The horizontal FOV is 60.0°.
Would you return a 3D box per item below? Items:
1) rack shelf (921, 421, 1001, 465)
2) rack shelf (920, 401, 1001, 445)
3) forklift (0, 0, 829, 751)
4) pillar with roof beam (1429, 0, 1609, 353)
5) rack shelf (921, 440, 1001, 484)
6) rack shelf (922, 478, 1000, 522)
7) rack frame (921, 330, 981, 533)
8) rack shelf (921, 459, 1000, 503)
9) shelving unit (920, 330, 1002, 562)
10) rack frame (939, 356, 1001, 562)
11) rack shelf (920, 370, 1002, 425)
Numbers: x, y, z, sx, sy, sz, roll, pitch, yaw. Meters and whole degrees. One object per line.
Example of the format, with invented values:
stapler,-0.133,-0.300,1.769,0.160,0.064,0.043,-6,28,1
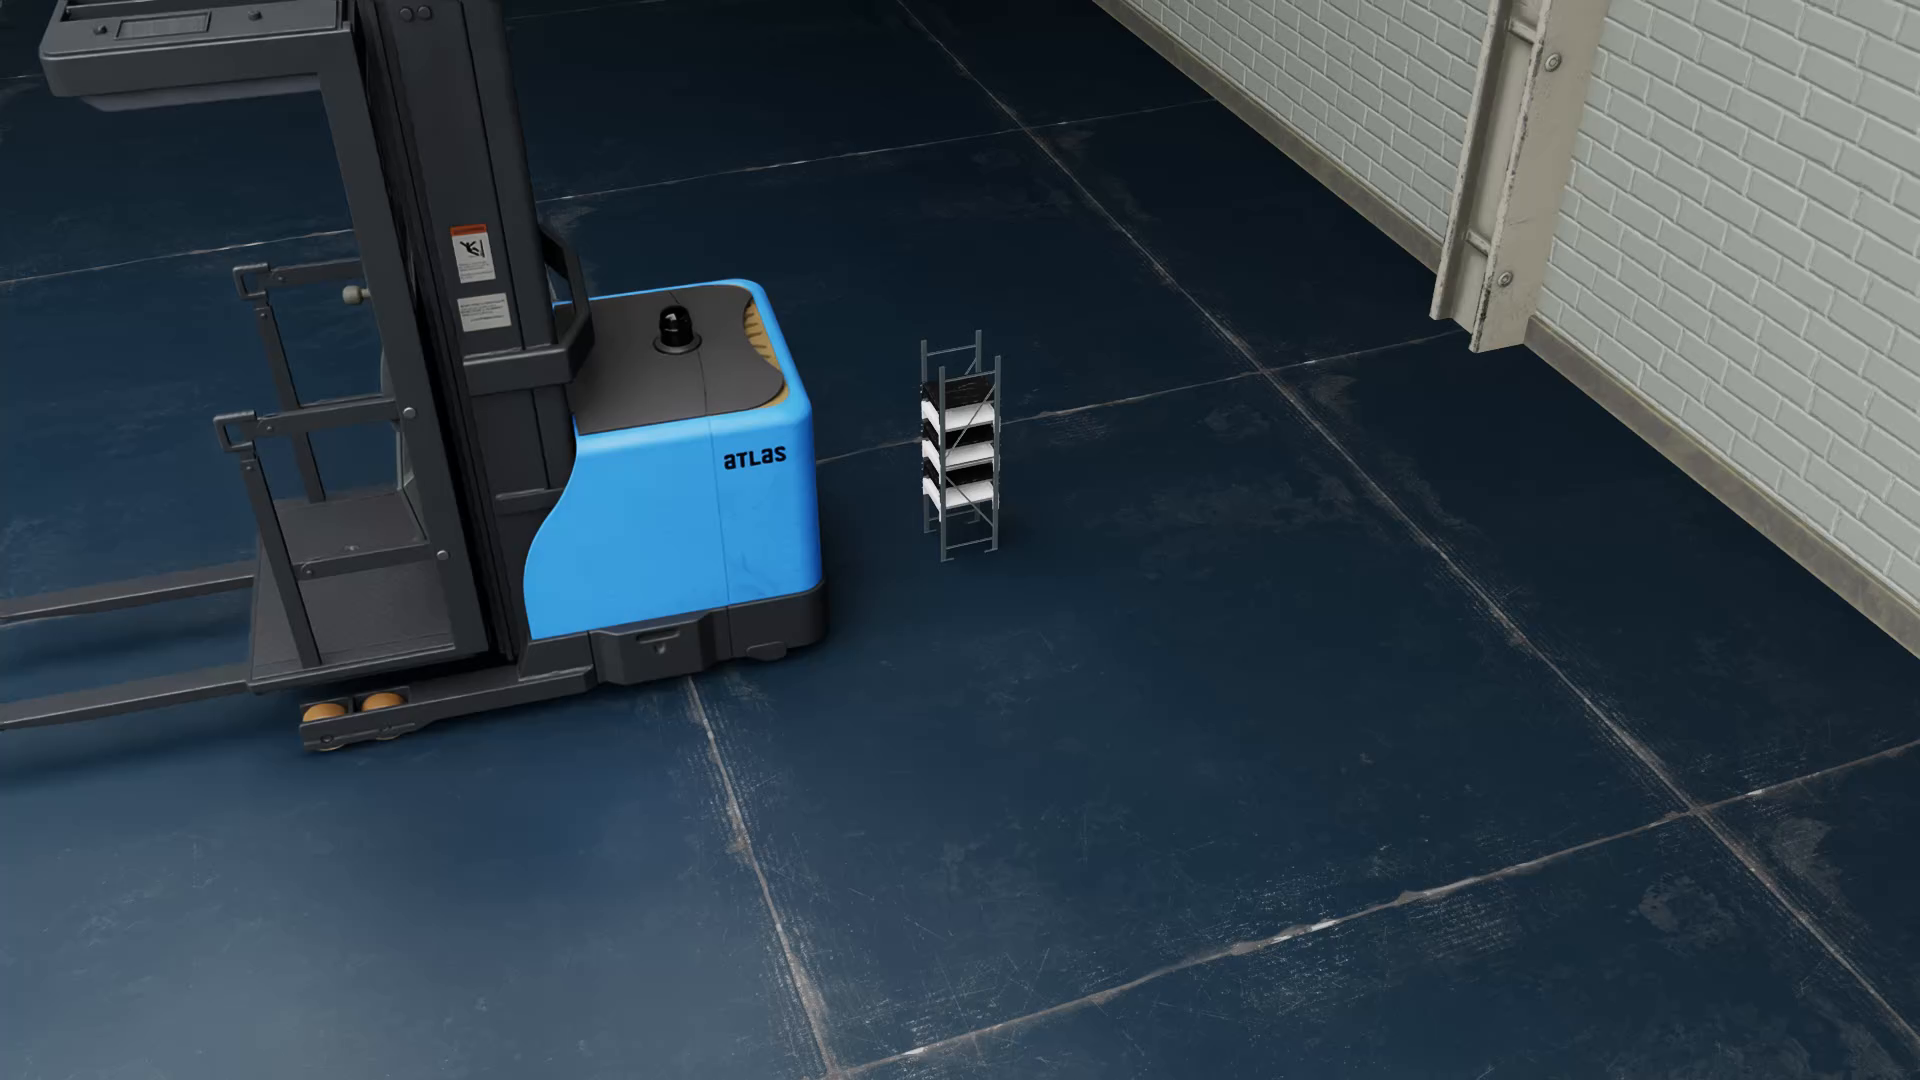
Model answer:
rack shelf,0.003,-0.400,6.439,0.258,0.077,0.200,-12,39,-16
rack shelf,0.003,-0.472,6.385,0.258,0.077,0.200,-12,39,-16
forklift,-2.063,-0.794,5.368,3.031,2.935,1.130,-10,38,-13
pillar with roof beam,-1.510,-3.738,4.233,9.100,9.000,0.400,-12,39,-16
rack shelf,0.003,-0.328,6.493,0.258,0.077,0.200,-12,39,-16
rack shelf,0.003,-0.184,6.602,0.258,0.077,0.200,-12,39,-16
rack frame,-0.032,-0.412,6.549,0.240,0.900,0.006,-12,39,-16
rack shelf,0.003,-0.256,6.547,0.258,0.077,0.200,-12,39,-16
shelving unit,0.003,-0.355,6.473,0.258,0.900,0.210,-12,39,-16
rack frame,0.038,-0.297,6.397,0.240,0.900,0.006,-12,39,-16
rack shelf,0.003,-0.544,6.331,0.258,0.077,0.200,-12,39,-16
